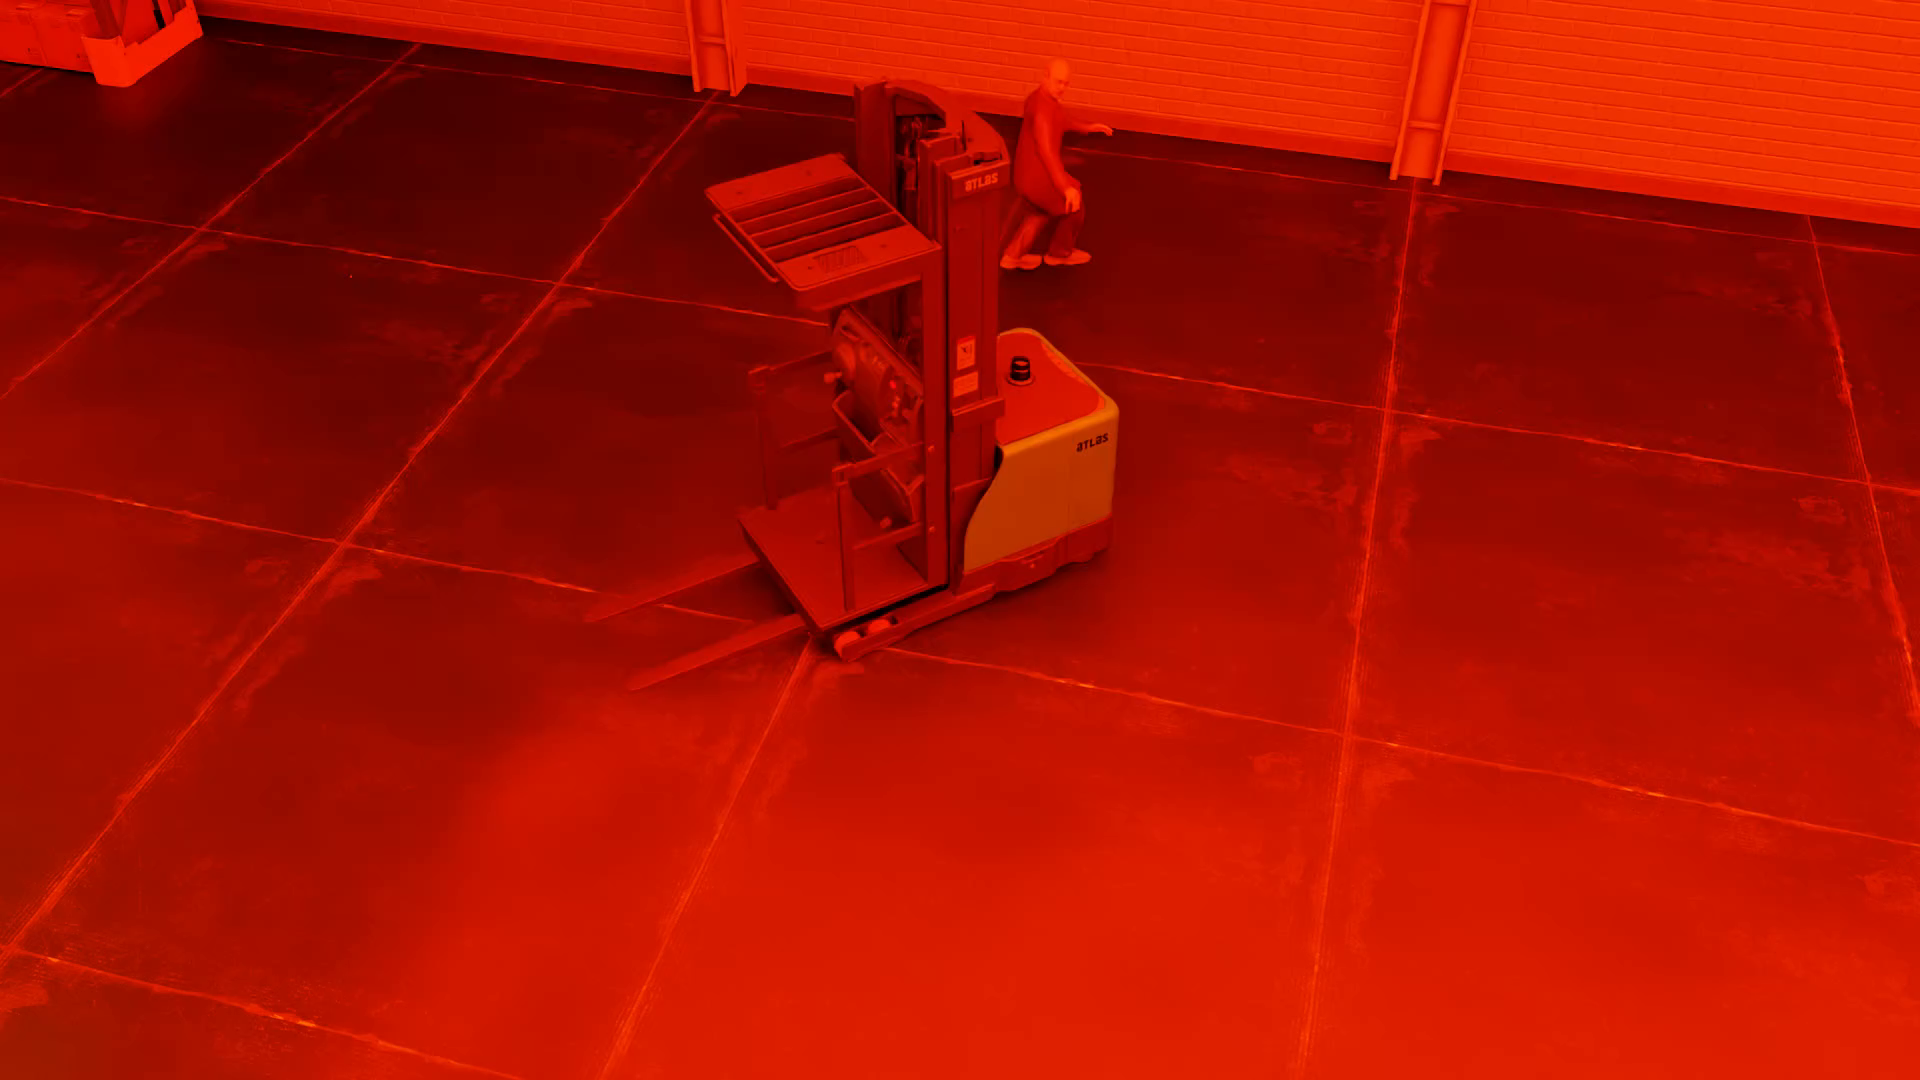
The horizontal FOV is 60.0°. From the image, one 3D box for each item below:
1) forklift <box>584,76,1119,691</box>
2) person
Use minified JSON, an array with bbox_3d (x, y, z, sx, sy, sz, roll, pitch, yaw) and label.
[{"bbox_3d":[-0.623,-0.825,8.803,3.031,2.935,1.130,-21,45,-22],"label":"forklift"},{"bbox_3d":[0.724,-2.591,11.807,0.911,1.647,0.926,-14,43,-15],"label":"person"}]
